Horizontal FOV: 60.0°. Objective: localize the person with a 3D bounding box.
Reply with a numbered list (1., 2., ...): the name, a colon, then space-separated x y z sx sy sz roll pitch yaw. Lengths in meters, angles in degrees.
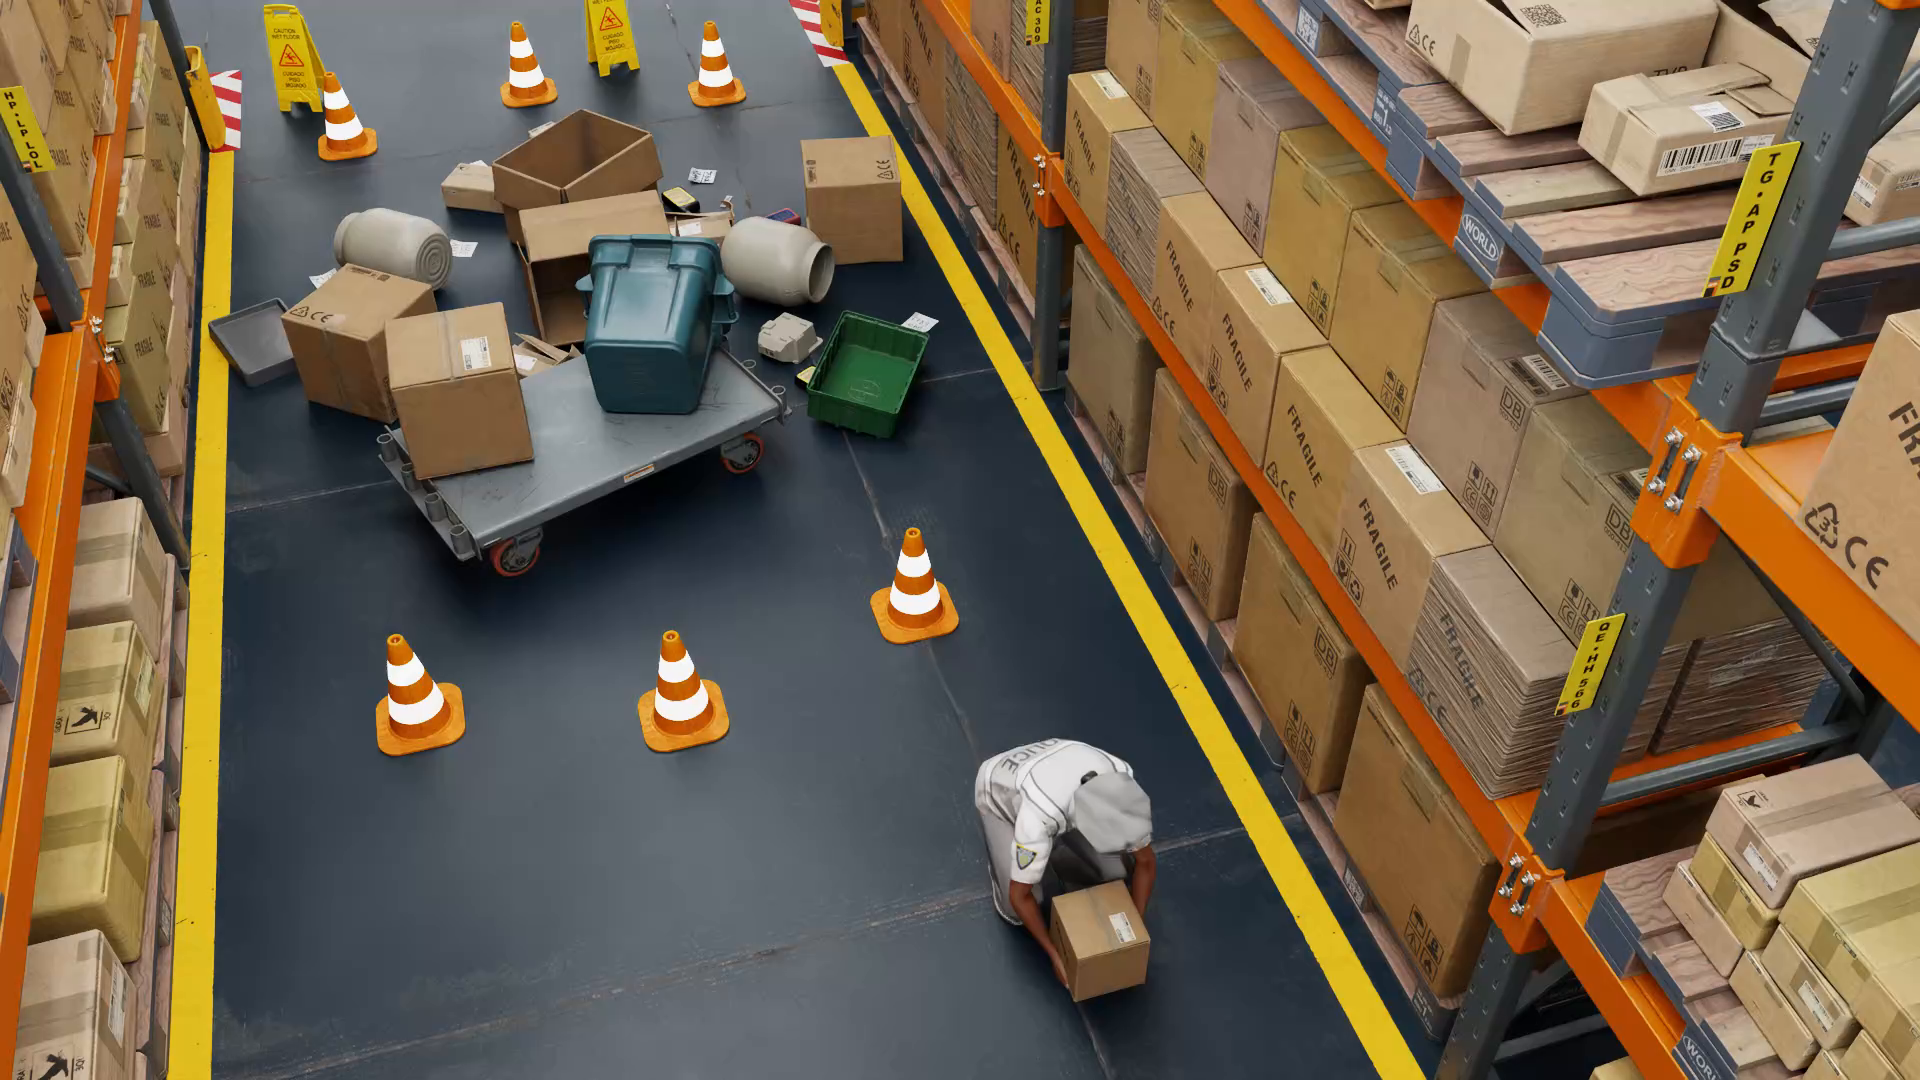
1. person: 0.355 0.993 5.616 0.514 0.949 0.837 -12 44 -13
